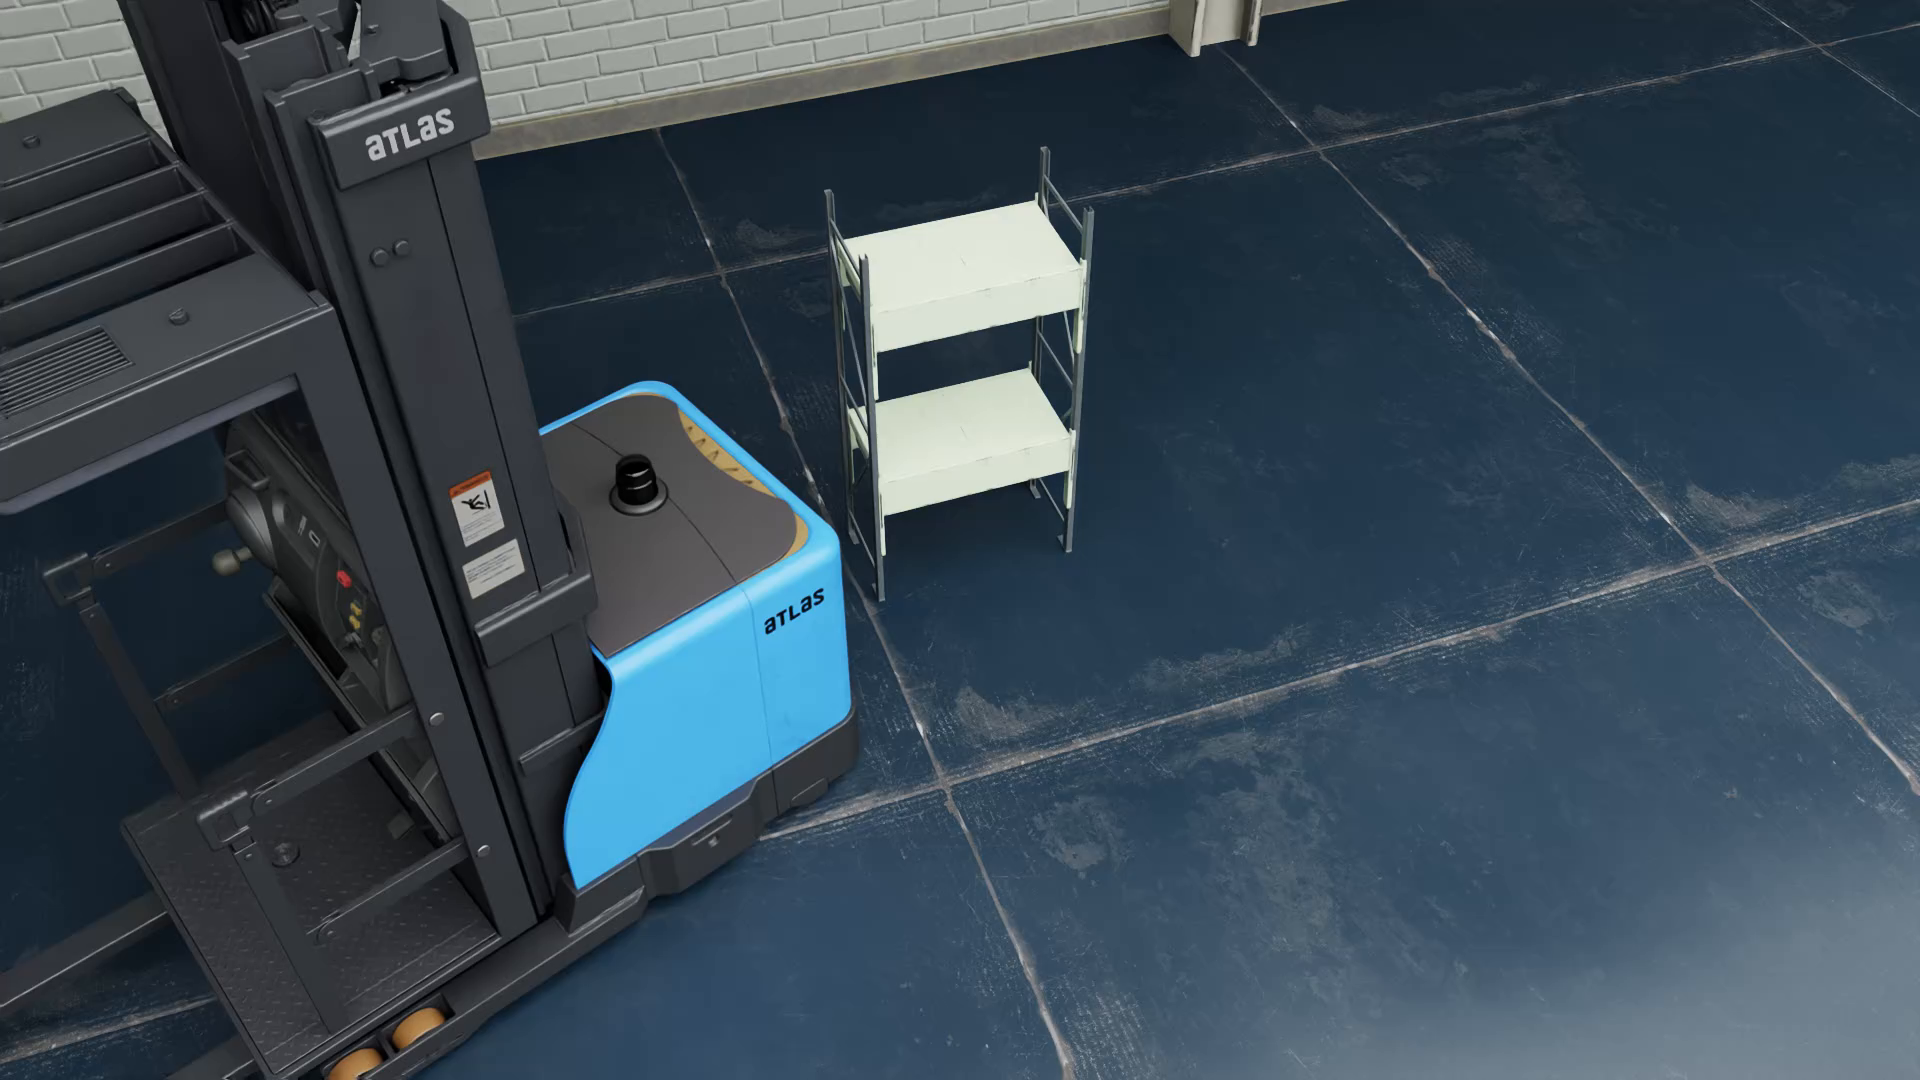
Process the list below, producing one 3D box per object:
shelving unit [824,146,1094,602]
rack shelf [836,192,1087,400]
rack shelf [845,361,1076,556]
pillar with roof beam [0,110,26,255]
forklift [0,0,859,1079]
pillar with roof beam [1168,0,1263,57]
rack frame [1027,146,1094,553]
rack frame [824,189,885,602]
[{"bbox_3d":[-0.006,-0.528,5.717,0.755,1.500,0.431,-14,47,-14],"label":"shelving unit"},{"bbox_3d":[-0.006,-0.803,5.441,0.720,0.370,0.431,-14,47,-14],"label":"rack shelf"},{"bbox_3d":[-0.006,-0.298,5.948,0.720,0.370,0.431,-14,47,-14],"label":"rack shelf"},{"bbox_3d":[-2.829,-1.571,1.462,0.400,9.000,9.100,-14,47,-14],"label":"pillar with roof beam"},{"bbox_3d":[-1.781,0.128,4.053,3.031,2.935,1.130,-31,53,-27],"label":"forklift"},{"bbox_3d":[2.814,-3.014,2.900,0.400,9.000,9.100,-14,47,-14],"label":"pillar with roof beam"},{"bbox_3d":[0.338,-0.616,5.805,0.023,1.500,0.400,-14,47,-14],"label":"rack frame"},{"bbox_3d":[-0.351,-0.440,5.629,0.023,1.500,0.400,-14,47,-14],"label":"rack frame"}]
